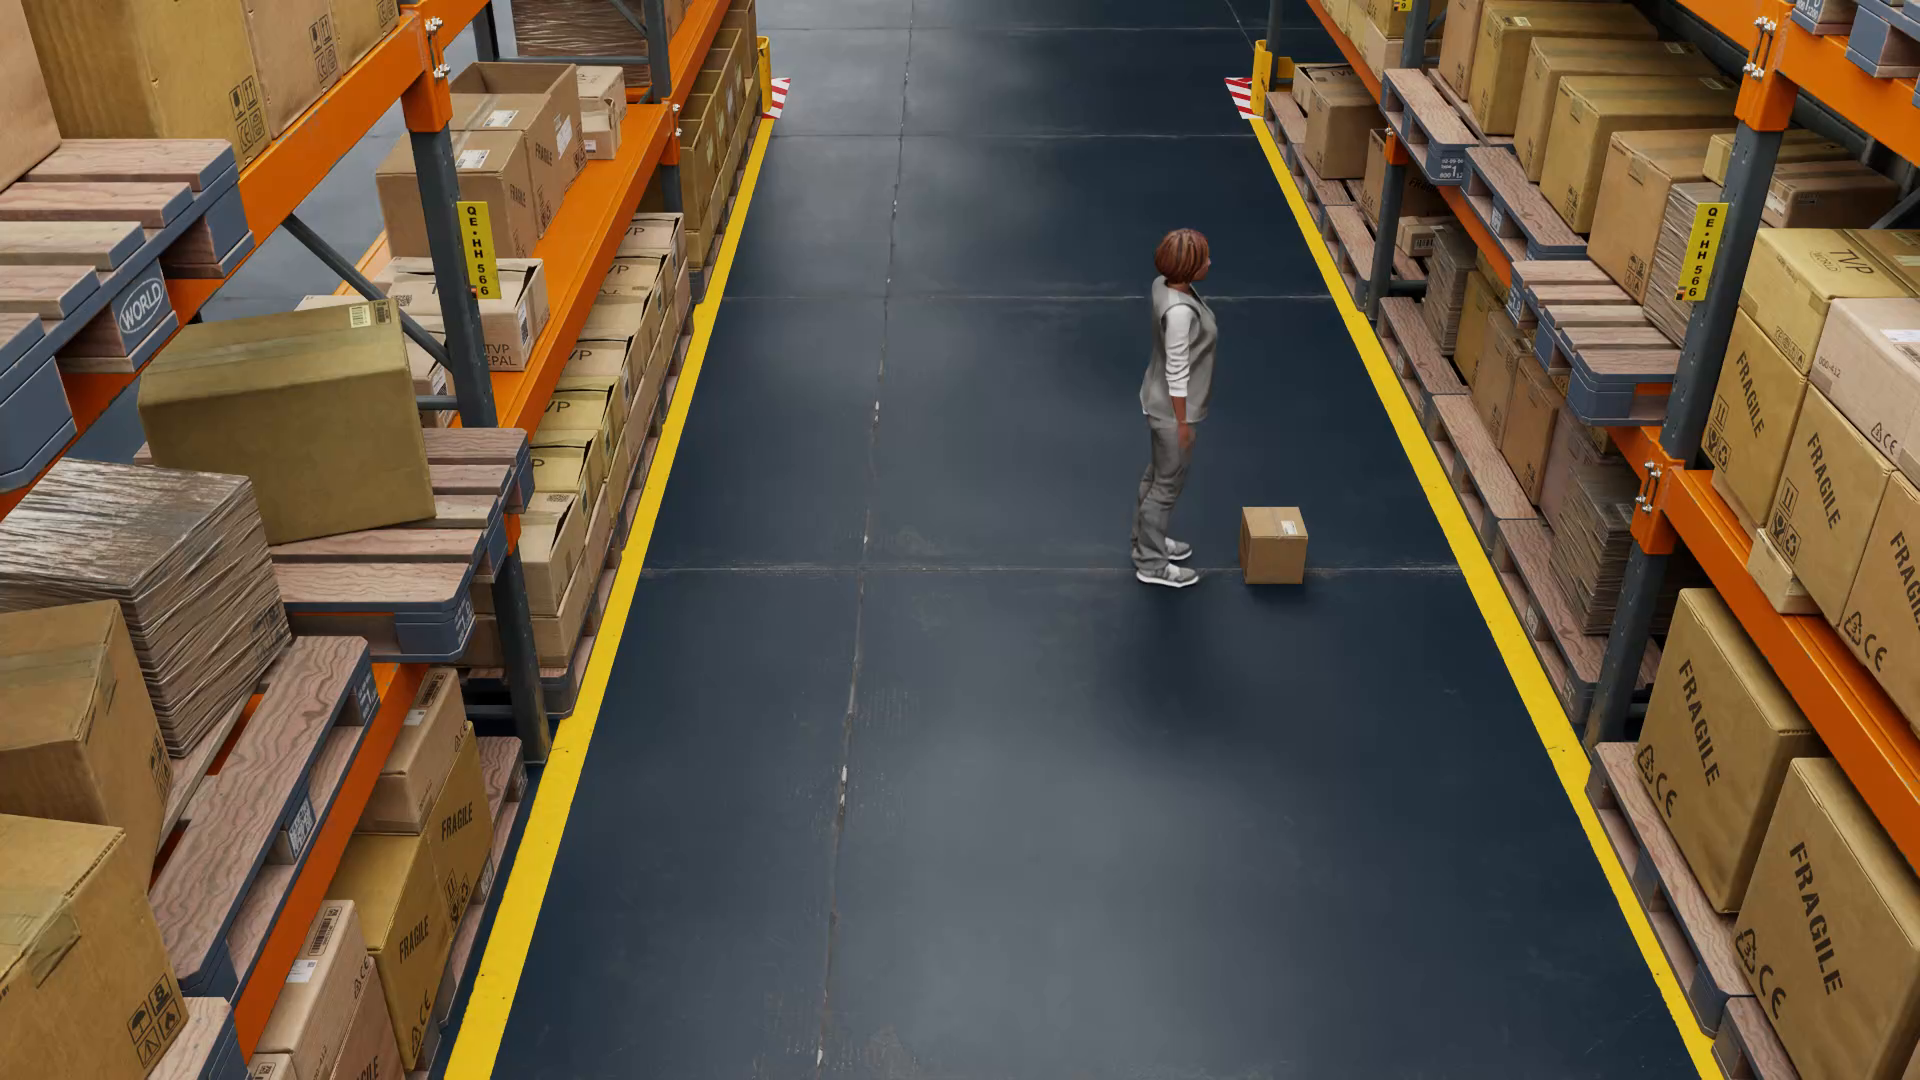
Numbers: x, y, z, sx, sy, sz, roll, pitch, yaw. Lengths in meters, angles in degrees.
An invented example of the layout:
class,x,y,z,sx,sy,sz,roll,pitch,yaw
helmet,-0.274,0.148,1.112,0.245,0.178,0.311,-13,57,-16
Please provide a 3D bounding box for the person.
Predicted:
class,x,y,z,sx,sy,sz,roll,pitch,yaw
person,0.907,-0.550,7.029,0.305,1.591,0.406,0,32,0
